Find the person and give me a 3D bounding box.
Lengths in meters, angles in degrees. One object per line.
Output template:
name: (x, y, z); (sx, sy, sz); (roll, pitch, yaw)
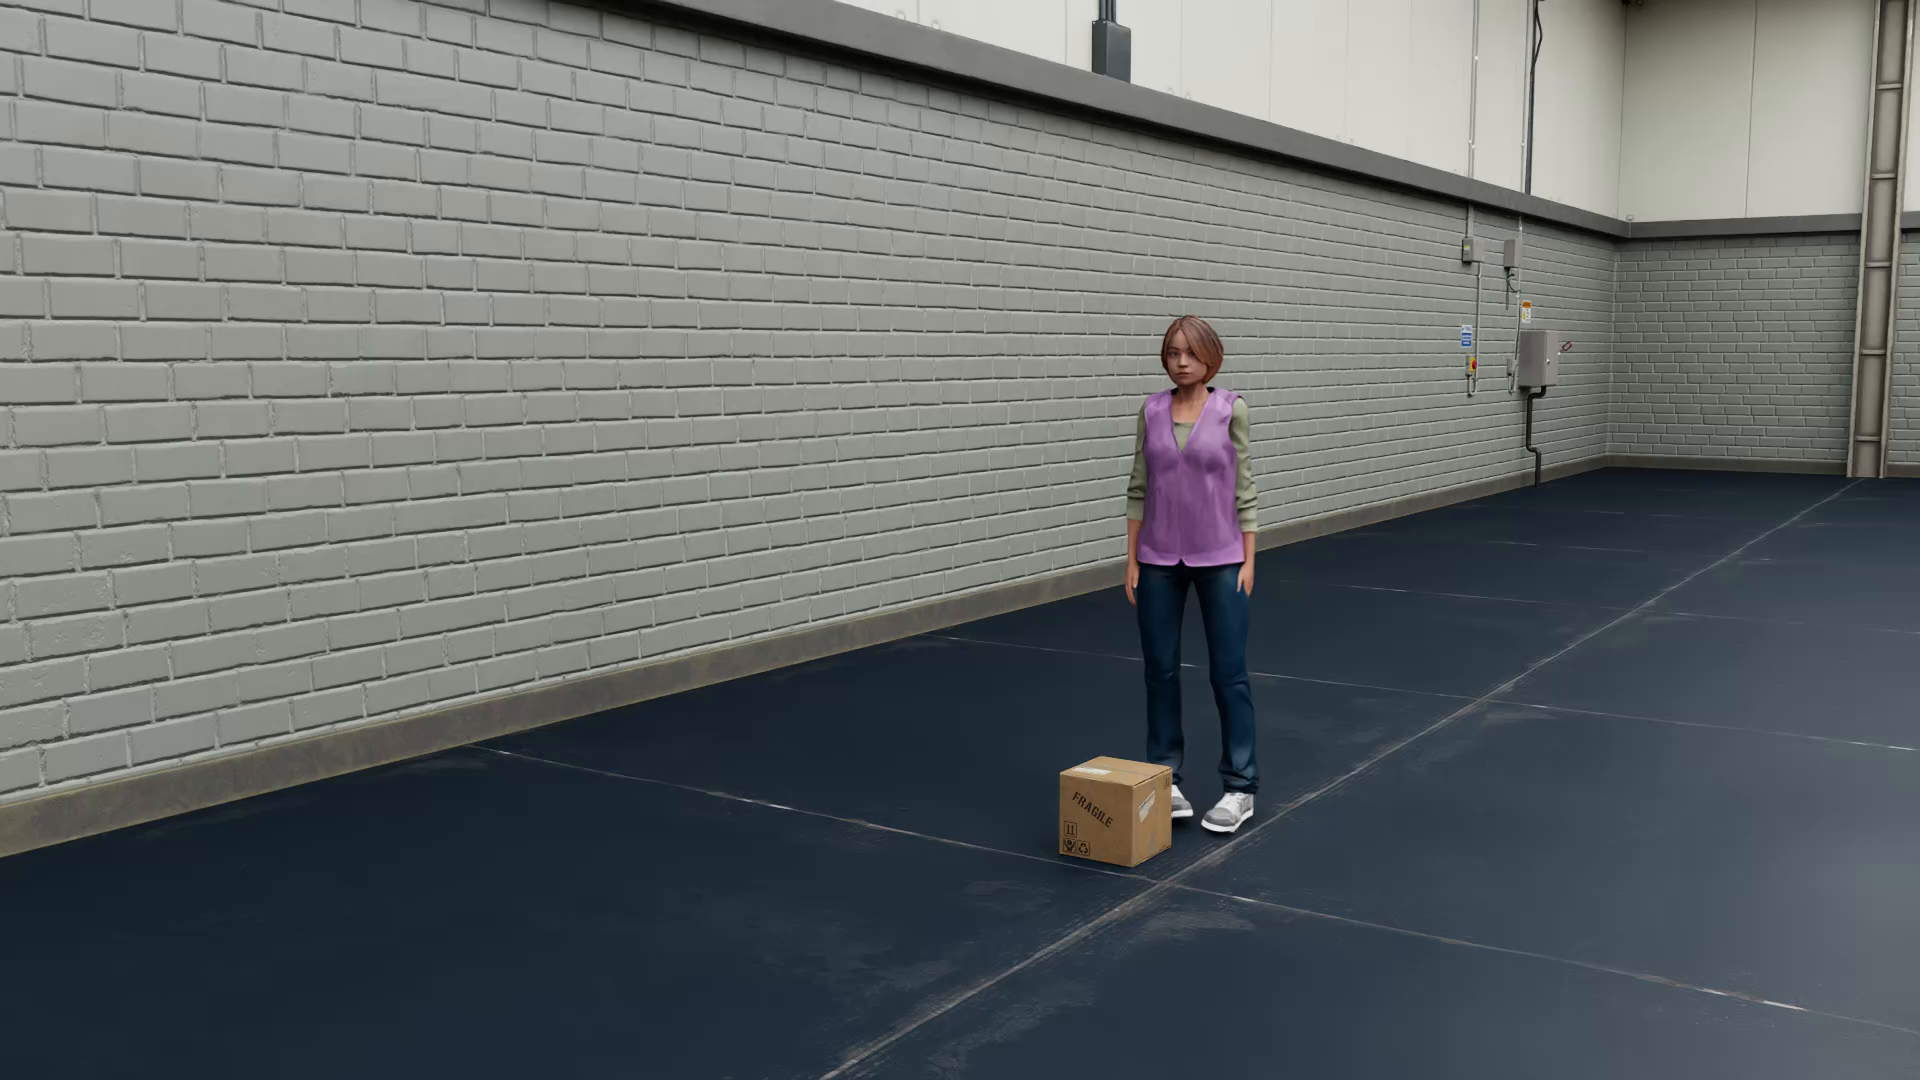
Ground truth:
person: (0.733, 0.095, 5.281); (0.449, 1.610, 0.373); (3, 7, 21)
